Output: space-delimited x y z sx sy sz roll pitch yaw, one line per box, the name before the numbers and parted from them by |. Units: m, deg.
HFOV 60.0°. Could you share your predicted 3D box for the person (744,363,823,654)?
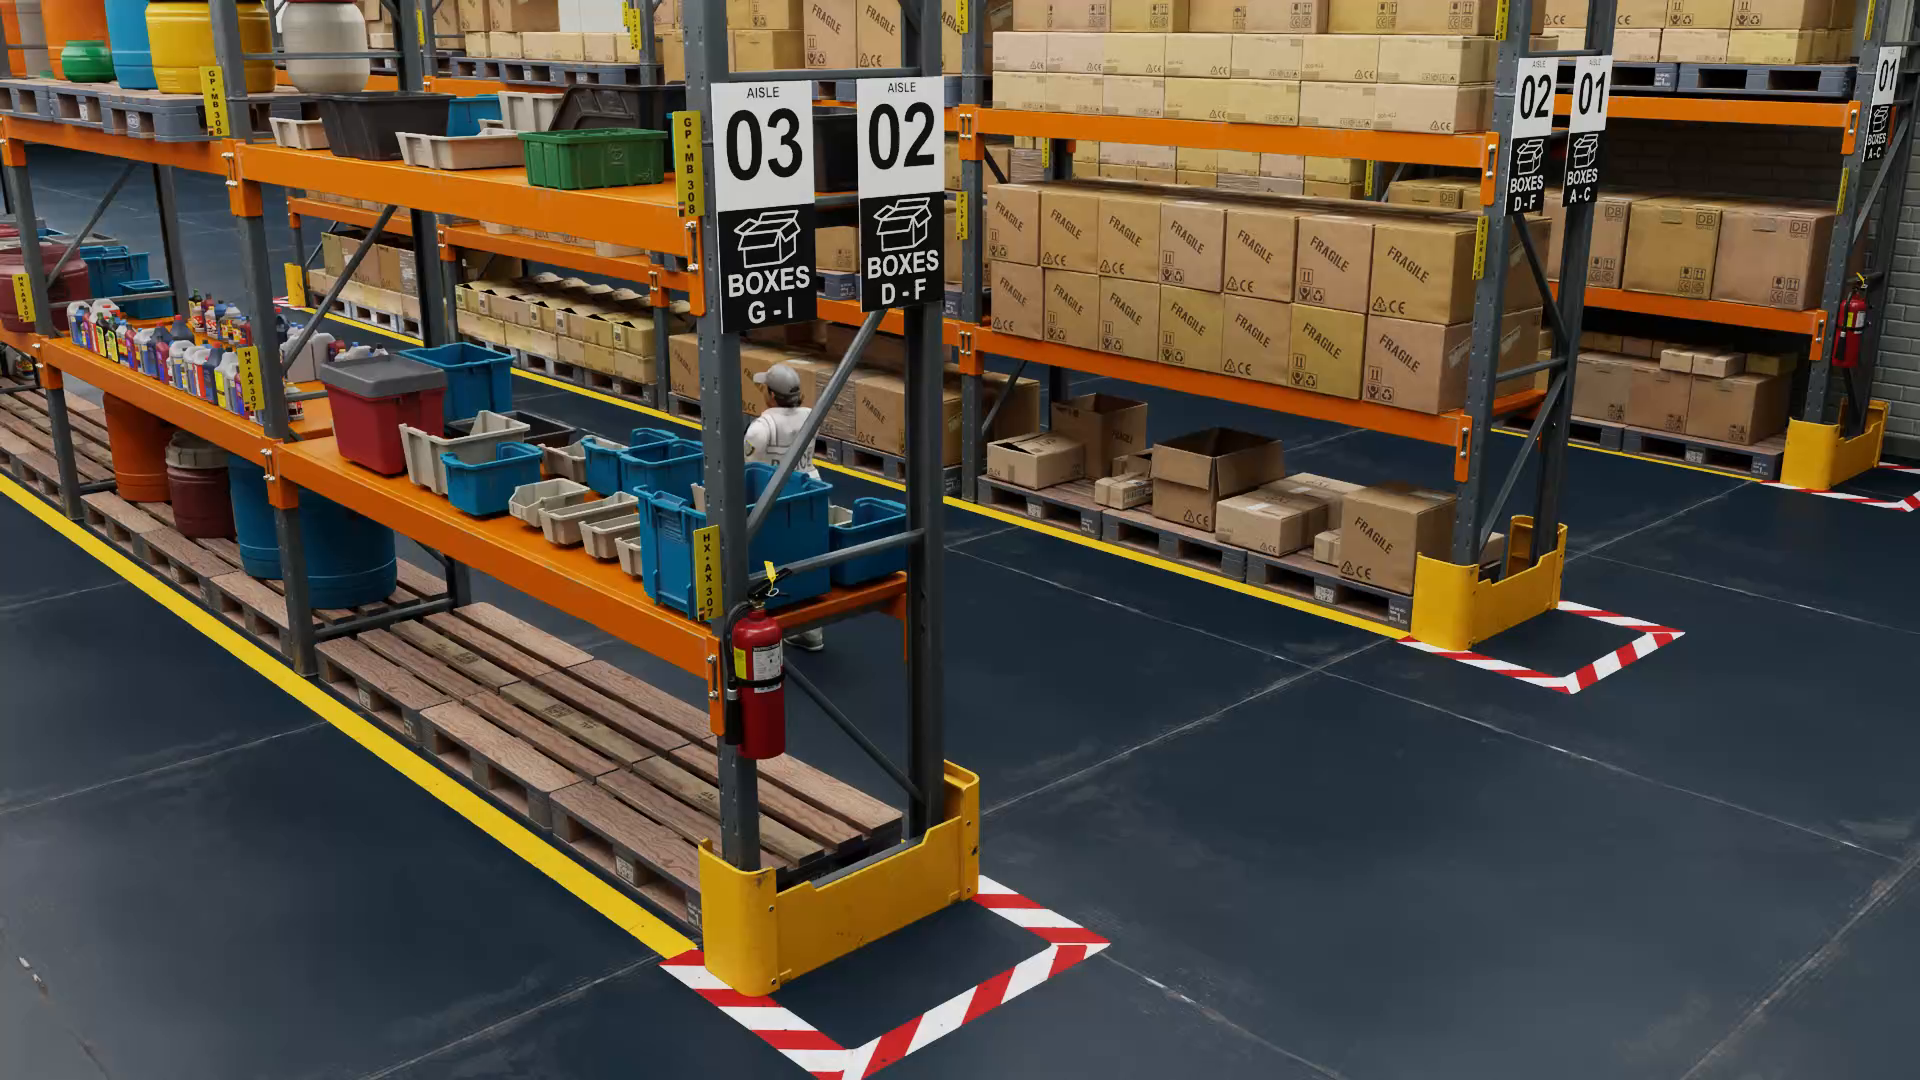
person | -1.015 -0.168 9.095 0.453 1.653 0.534 -16 23 -41
